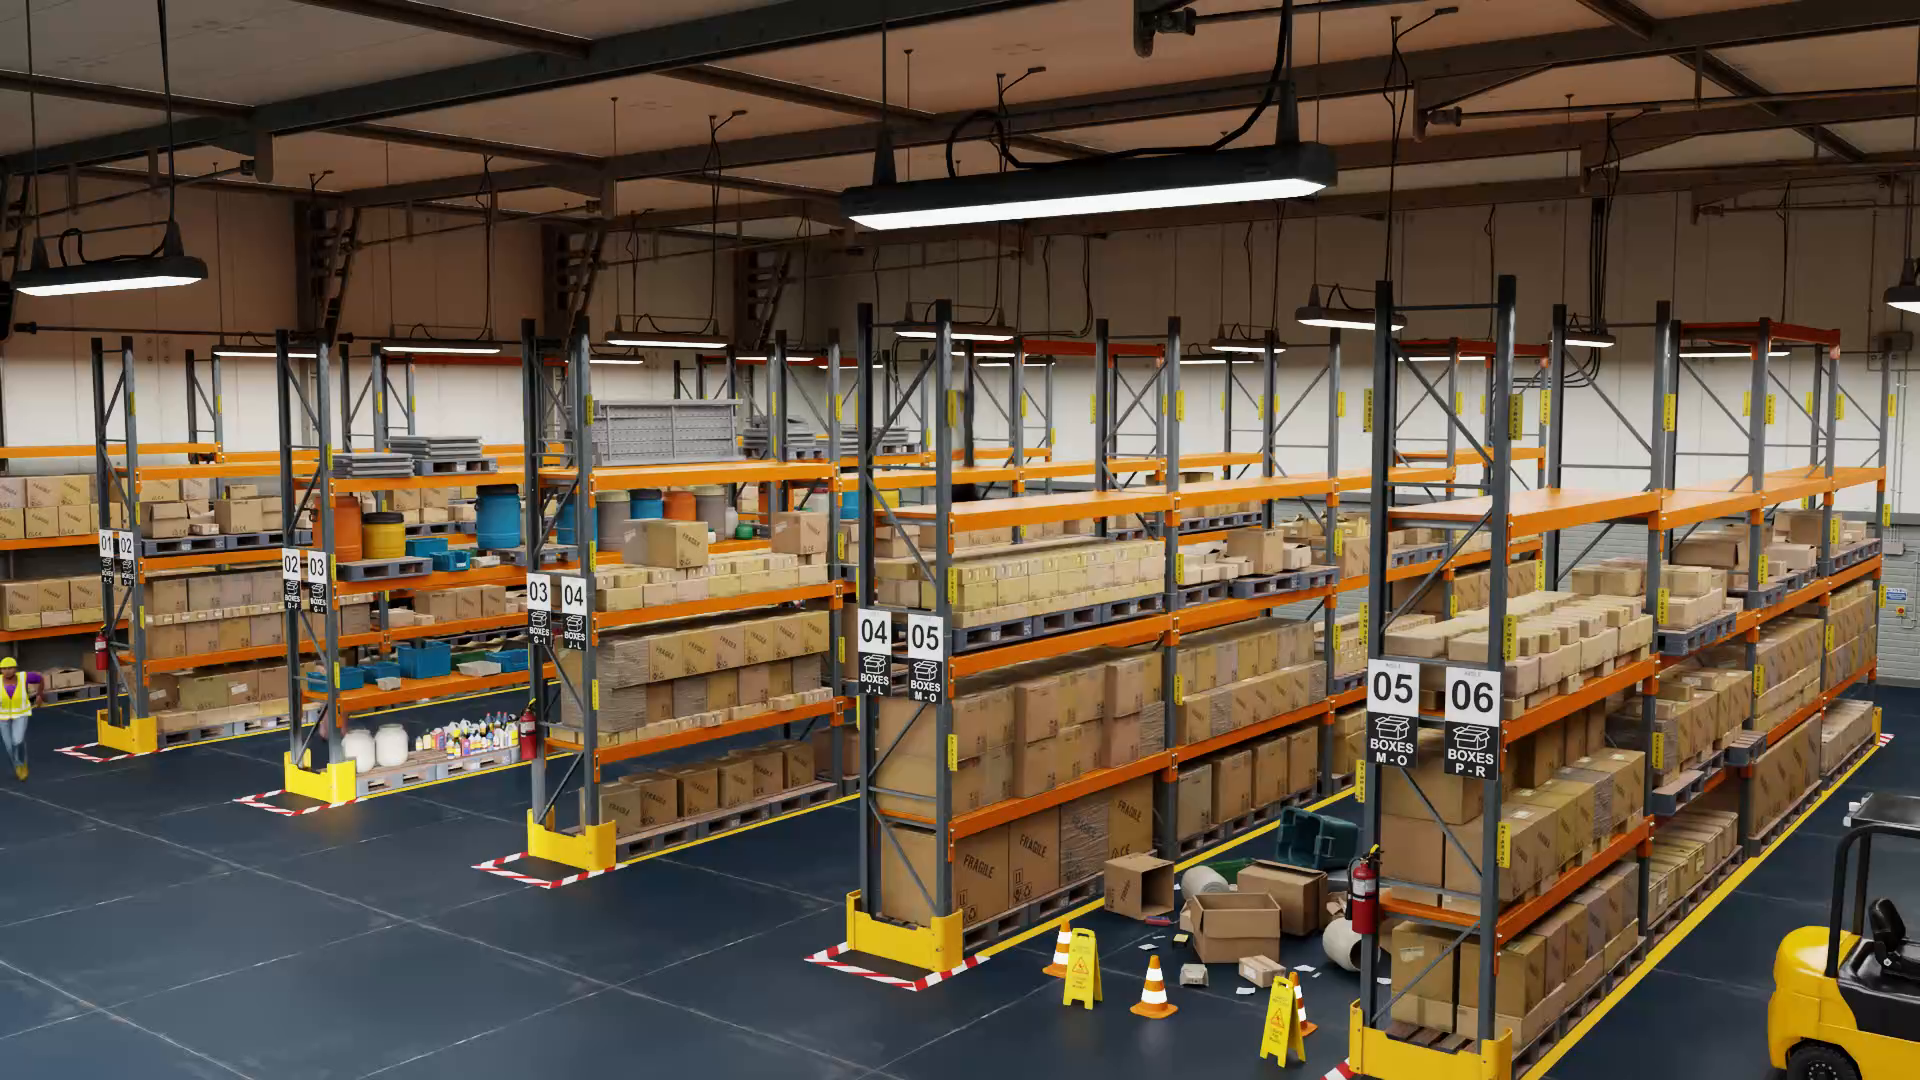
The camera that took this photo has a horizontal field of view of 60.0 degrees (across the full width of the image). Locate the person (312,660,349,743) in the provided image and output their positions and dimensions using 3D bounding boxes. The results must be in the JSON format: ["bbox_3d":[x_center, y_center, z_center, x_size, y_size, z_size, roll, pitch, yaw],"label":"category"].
[{"bbox_3d":[-8.834,2.373,23.362,0.609,1.503,0.862,1,5,9],"label":"person"}]

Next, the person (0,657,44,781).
[{"bbox_3d":[-12.587,2.369,22.125,0.676,1.684,0.883,-2,5,-18],"label":"person"}]
